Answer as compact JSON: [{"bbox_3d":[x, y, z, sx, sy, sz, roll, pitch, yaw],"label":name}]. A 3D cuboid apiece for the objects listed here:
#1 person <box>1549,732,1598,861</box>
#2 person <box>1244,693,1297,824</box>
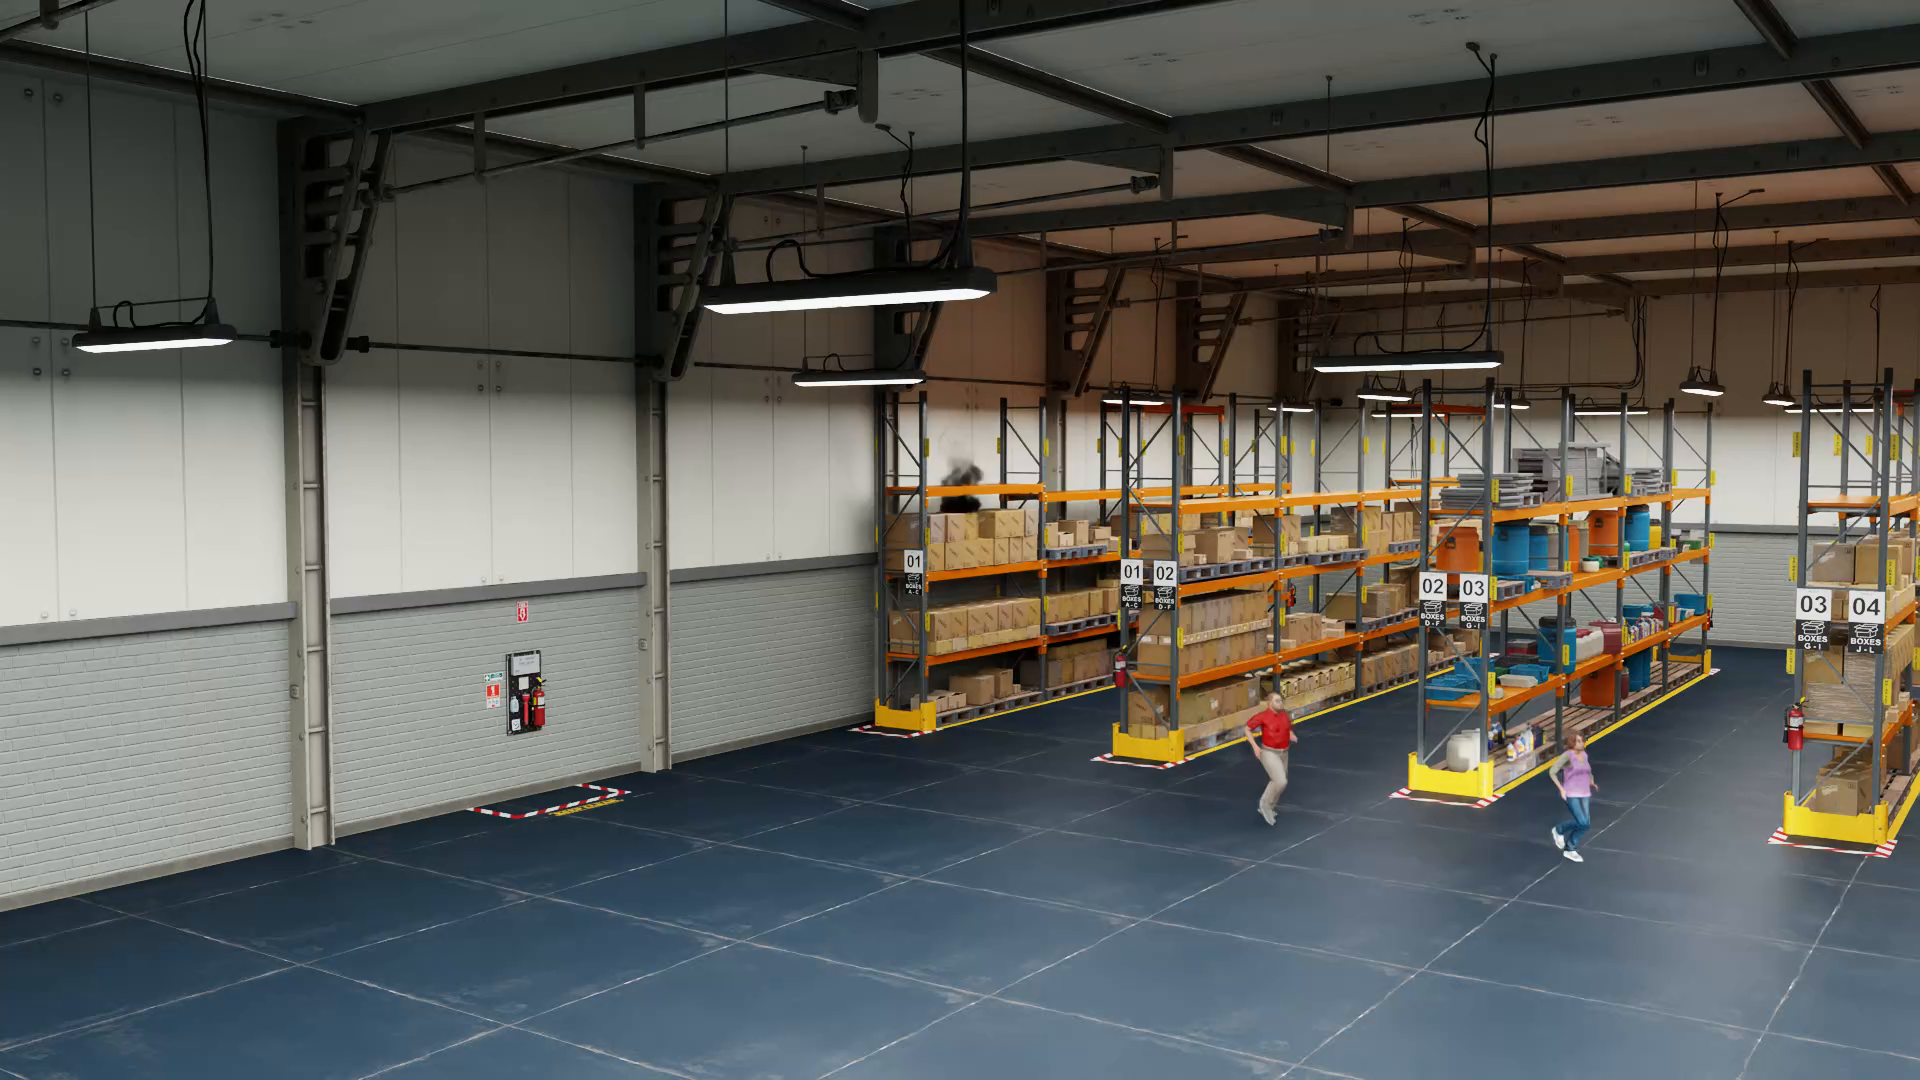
[{"bbox_3d":[7.474,3.112,20.166,0.542,1.558,0.539,-1,3,-24],"label":"person"},{"bbox_3d":[4.224,2.919,22.203,0.636,1.748,0.691,-2,4,-36],"label":"person"}]
